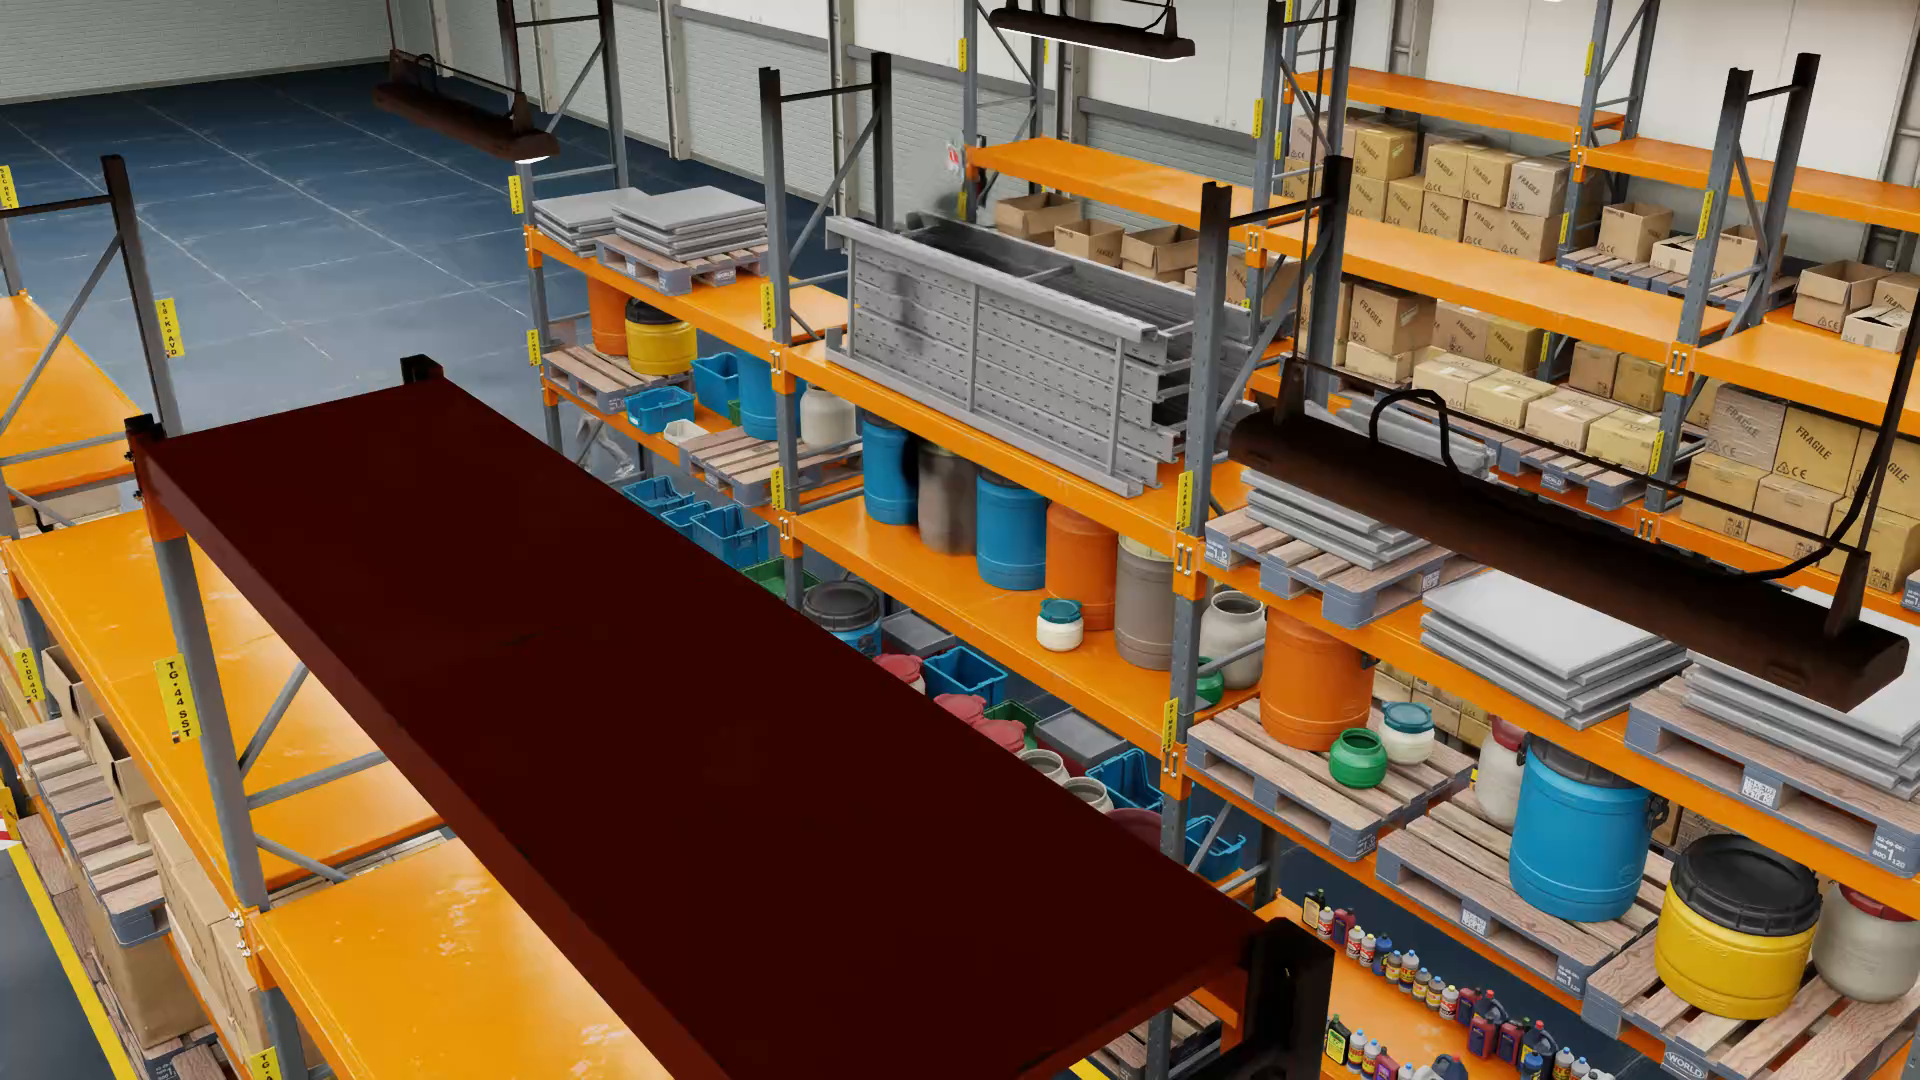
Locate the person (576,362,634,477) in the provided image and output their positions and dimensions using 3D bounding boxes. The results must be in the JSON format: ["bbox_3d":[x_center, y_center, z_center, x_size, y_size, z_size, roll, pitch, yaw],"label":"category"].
[{"bbox_3d":[-4.237,-1.437,19.365,0.759,1.634,0.517,-5,26,-10],"label":"person"}]
